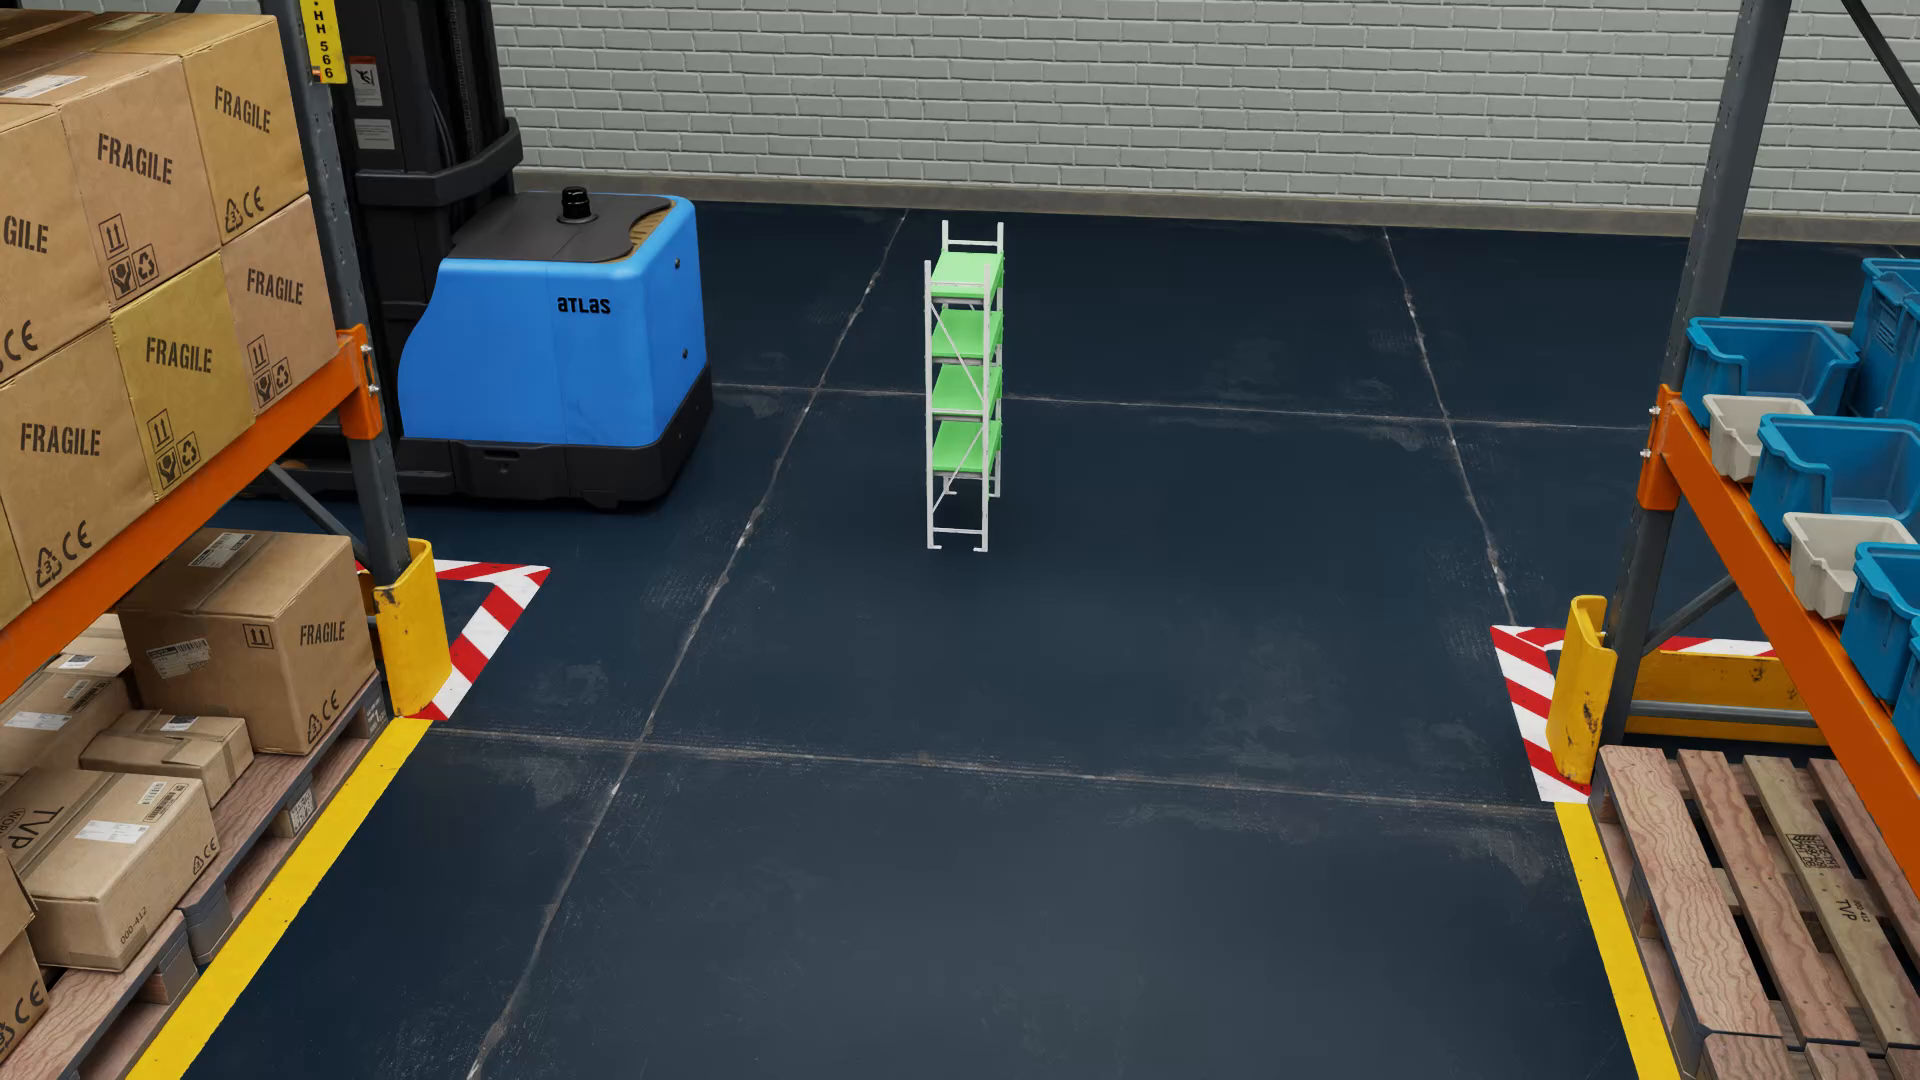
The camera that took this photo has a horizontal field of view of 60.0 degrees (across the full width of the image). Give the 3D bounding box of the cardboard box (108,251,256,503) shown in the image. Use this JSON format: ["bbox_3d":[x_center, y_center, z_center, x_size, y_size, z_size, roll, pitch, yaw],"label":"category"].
[{"bbox_3d":[-2.227,-0.442,4.302,0.500,0.500,0.500,4,29,7],"label":"cardboard box"}]

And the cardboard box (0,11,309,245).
[{"bbox_3d":[-2.164,-1.128,4.521,0.500,0.500,0.500,3,28,6],"label":"cardboard box"}]

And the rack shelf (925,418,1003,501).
[{"bbox_3d":[0.020,-0.339,6.754,0.258,0.148,0.480,3,28,6],"label":"rack shelf"}]

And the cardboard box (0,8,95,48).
[{"bbox_3d":[-2.699,-1.160,4.580,0.500,0.500,0.500,4,29,8],"label":"cardboard box"}]

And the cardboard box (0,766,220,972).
[{"bbox_3d":[-2.351,0.864,4.420,0.500,0.250,0.500,3,28,6],"label":"cardboard box"}]

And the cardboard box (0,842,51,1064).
[{"bbox_3d":[-2.648,1.035,3.835,0.797,0.503,0.637,3,28,6],"label":"cardboard box"}]

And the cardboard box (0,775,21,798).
[{"bbox_3d":[-2.853,0.858,4.430,0.500,0.250,0.500,3,28,6],"label":"cardboard box"}]

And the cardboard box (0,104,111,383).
[{"bbox_3d":[-2.284,-0.645,3.626,0.500,0.500,0.500,4,29,8],"label":"cardboard box"}]

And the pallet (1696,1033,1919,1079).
[{"bbox_3d":[2.241,1.607,3.545,1.003,0.211,1.213,3,28,6],"label":"pallet"}]

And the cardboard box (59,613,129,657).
[{"bbox_3d":[-2.775,0.370,5.443,0.380,0.149,0.250,3,28,6],"label":"cardboard box"}]

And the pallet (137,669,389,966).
[{"bbox_3d":[-2.489,0.770,5.099,1.003,0.211,1.213,3,28,6],"label":"pallet"}]

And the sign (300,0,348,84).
[{"bbox_3d":[-1.834,-1.476,4.773,0.100,0.325,0.005,3,28,6],"label":"sign"}]

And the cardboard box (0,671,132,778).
[{"bbox_3d":[-2.792,0.623,4.867,0.500,0.250,0.500,3,28,6],"label":"cardboard box"}]

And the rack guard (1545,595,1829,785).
[{"bbox_3d":[2.523,0.509,5.278,1.175,0.500,0.348,3,28,6],"label":"rack guard"}]

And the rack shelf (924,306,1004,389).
[{"bbox_3d":[0.020,-0.761,6.527,0.258,0.148,0.480,3,28,6],"label":"rack shelf"}]

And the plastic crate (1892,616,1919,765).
[{"bbox_3d":[1.978,0.326,3.095,0.416,0.233,0.300,3,28,6],"label":"plastic crate"}]

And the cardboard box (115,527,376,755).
[{"bbox_3d":[-2.205,0.308,5.187,0.500,0.500,0.500,3,28,6],"label":"cardboard box"}]

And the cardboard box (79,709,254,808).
[{"bbox_3d":[-2.344,0.640,4.922,0.380,0.166,0.250,3,28,6],"label":"cardboard box"}]

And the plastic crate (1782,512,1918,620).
[{"bbox_3d":[1.971,0.073,3.667,0.250,0.136,0.298,3,28,6],"label":"plastic crate"}]

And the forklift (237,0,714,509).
[{"bbox_3d":[-2.696,-1.705,6.824,3.031,2.935,1.130,3,28,5],"label":"forklift"}]

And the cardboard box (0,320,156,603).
[{"bbox_3d":[-2.294,-0.207,3.867,0.500,0.500,0.500,4,29,7],"label":"cardboard box"}]

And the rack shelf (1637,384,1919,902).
[{"bbox_3d":[2.288,0.679,3.086,1.077,0.370,4.000,3,28,6],"label":"rack shelf"}]

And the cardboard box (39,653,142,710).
[{"bbox_3d":[-2.806,0.480,5.221,0.380,0.166,0.250,3,28,6],"label":"cardboard box"}]

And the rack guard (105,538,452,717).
[{"bbox_3d":[-2.392,0.267,5.727,1.175,0.500,0.348,3,28,6],"label":"rack guard"}]

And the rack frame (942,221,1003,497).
[{"bbox_3d":[0.050,-0.721,6.823,0.240,1.200,0.015,3,28,6],"label":"rack frame"}]

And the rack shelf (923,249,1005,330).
[{"bbox_3d":[0.020,-0.972,6.413,0.258,0.148,0.480,3,28,6],"label":"rack shelf"}]

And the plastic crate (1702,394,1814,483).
[{"bbox_3d":[2.055,-0.246,4.259,0.250,0.136,0.298,3,28,6],"label":"plastic crate"}]

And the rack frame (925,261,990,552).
[{"bbox_3d":[-0.010,-0.491,6.397,0.240,1.200,0.015,3,28,6],"label":"rack frame"}]

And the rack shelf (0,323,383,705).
[{"bbox_3d":[-2.628,0.389,3.623,1.077,0.370,4.000,3,28,6],"label":"rack shelf"}]

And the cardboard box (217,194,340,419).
[{"bbox_3d":[-2.167,-0.686,4.756,0.500,0.500,0.500,4,29,8],"label":"cardboard box"}]

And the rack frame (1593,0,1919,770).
[{"bbox_3d":[2.533,-0.579,4.663,1.000,3.000,0.127,3,28,6],"label":"rack frame"}]

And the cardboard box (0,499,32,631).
[{"bbox_3d":[-2.356,0.030,3.427,0.500,0.500,0.500,3,28,5],"label":"cardboard box"}]

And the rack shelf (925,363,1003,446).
[{"bbox_3d":[0.020,-0.550,6.640,0.258,0.148,0.480,3,28,6],"label":"rack shelf"}]

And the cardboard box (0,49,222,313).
[{"bbox_3d":[-2.225,-0.890,4.079,0.500,0.500,0.500,4,29,8],"label":"cardboard box"}]

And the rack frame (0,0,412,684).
[{"bbox_3d":[-2.383,-0.869,5.200,1.000,3.000,0.127,3,28,6],"label":"rack frame"}]

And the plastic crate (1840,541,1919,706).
[{"bbox_3d":[2.015,0.185,3.358,0.416,0.233,0.300,3,28,6],"label":"plastic crate"}]

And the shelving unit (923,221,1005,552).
[{"bbox_3d":[0.020,-0.606,6.610,0.258,1.200,0.503,3,28,6],"label":"shelving unit"}]

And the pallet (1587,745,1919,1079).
[{"bbox_3d":[2.393,1.034,4.608,1.003,0.211,1.213,3,28,6],"label":"pallet"}]

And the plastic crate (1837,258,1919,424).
[{"bbox_3d":[2.677,-0.453,4.327,0.616,0.435,0.499,3,28,6],"label":"plastic crate"}]

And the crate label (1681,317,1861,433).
[{"bbox_3d":[2.176,-0.435,4.508,0.416,0.233,0.303,3,28,6],"label":"crate label"}]

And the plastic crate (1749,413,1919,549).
[{"bbox_3d":[2.095,-0.125,3.933,0.416,0.233,0.300,3,28,6],"label":"plastic crate"}]

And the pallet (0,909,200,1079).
[{"bbox_3d":[-2.641,1.343,4.036,1.003,0.211,1.213,3,28,6],"label":"pallet"}]
